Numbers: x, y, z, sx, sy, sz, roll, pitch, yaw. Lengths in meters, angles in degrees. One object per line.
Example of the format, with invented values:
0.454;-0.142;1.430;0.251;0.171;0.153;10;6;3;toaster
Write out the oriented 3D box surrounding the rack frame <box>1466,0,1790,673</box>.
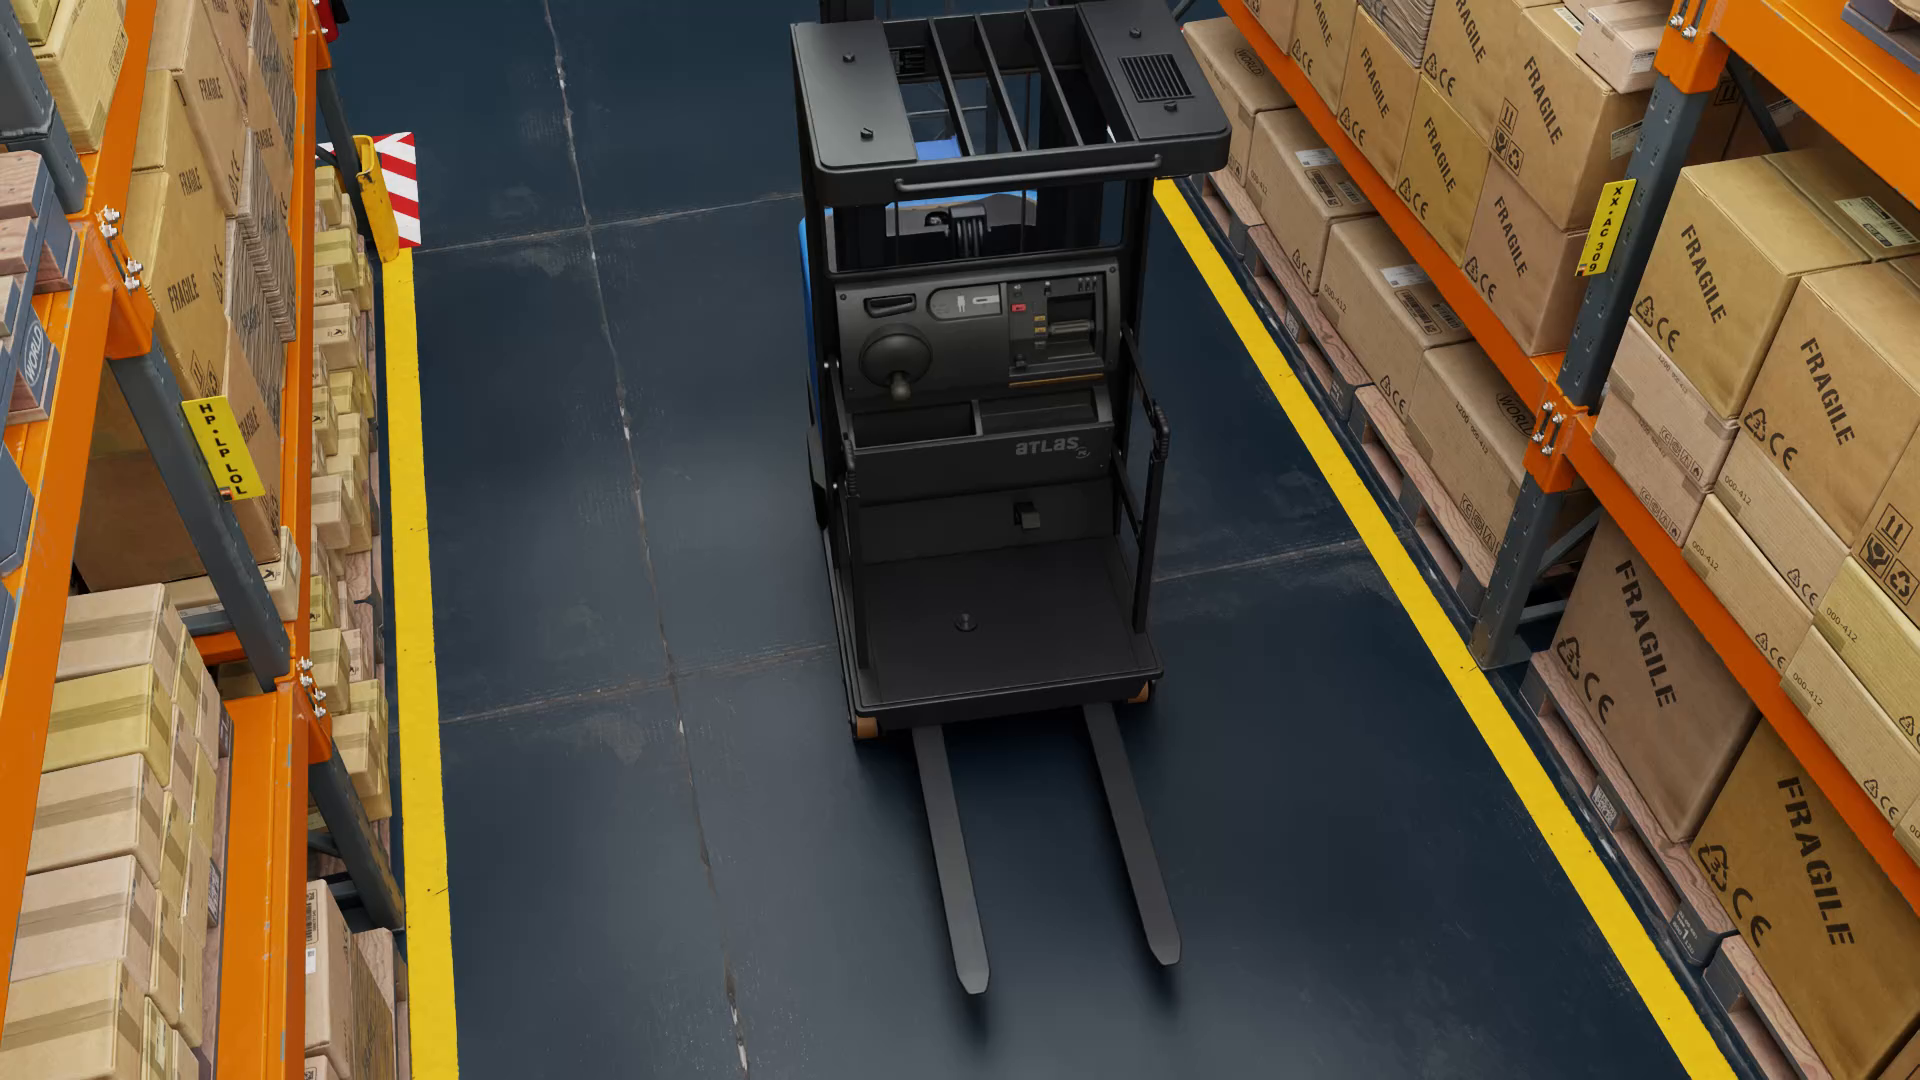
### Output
2.431;-0.685;5.321;1.000;3.000;0.127;-11;47;-10;rack frame

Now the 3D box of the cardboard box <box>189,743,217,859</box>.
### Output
-1.968;0.648;3.897;0.380;0.149;0.250;-10;47;-10;cardboard box

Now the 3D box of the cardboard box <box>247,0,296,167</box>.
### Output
-2.723;-1.643;5.982;0.500;0.500;0.500;-11;47;-10;cardboard box

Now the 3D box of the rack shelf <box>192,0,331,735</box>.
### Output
-2.840;-0.840;5.976;1.077;0.370;4.000;-11;47;-10;rack shelf

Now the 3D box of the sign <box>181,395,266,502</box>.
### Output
-1.793;-0.220;4.054;0.100;0.325;0.005;-11;47;-10;sign

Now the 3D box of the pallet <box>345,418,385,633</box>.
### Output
-2.850;-0.036;6.637;1.003;0.211;1.213;-11;47;-10;pallet

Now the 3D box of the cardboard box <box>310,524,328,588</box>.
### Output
-2.431;0.114;5.824;0.380;0.149;0.250;-12;47;-11;cardboard box

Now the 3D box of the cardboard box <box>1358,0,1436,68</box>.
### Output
1.782;-2.047;5.886;0.500;0.500;0.500;-10;46;-10;cardboard box

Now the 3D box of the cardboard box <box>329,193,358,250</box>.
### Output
-2.941;-1.413;7.529;0.380;0.149;0.250;-12;47;-11;cardboard box

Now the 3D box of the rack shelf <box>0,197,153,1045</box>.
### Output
-1.816;0.872;2.198;1.077;0.370;4.000;-11;47;-10;rack shelf

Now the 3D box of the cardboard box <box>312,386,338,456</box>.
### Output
-2.592;-0.427;6.354;0.380;0.149;0.250;-10;47;-10;cardboard box

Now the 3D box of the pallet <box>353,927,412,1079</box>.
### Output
-2.128;1.803;4.835;1.003;0.211;1.213;-11;47;-10;pallet

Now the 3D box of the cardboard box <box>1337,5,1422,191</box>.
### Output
1.785;-1.692;6.238;0.500;0.500;0.500;-11;47;-11;cardboard box

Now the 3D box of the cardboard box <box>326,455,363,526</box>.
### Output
-2.478;-0.159;6.300;0.380;0.149;0.250;-11;47;-11;cardboard box

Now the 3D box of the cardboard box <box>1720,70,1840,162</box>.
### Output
2.543;-1.443;5.294;0.500;0.500;0.500;-10;46;-10;cardboard box

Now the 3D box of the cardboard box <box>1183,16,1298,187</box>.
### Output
1.672;-2.260;8.364;0.875;0.438;0.875;-12;47;-12;cardboard box

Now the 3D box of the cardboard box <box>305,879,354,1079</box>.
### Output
-1.893;1.223;4.382;0.500;0.250;0.500;-12;47;-11;cardboard box

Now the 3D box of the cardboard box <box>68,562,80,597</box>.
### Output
-2.725;-0.132;4.501;0.500;0.500;0.500;-11;47;-10;cardboard box

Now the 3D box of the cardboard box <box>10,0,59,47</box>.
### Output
-2.220;-1.259;3.538;0.500;0.250;0.500;-9;46;-9;cardboard box

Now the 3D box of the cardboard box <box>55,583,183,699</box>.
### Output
-2.037;0.264;3.857;0.380;0.149;0.250;-9;46;-8;cardboard box

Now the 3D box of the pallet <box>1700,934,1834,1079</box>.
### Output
3.017;1.654;4.982;1.003;0.211;1.213;-11;47;-10;pallet

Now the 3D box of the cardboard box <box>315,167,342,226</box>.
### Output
-2.972;-1.510;7.415;0.380;0.149;0.250;-10;46;-10;cardboard box

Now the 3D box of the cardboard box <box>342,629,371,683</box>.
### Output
-2.293;0.484;5.877;0.380;0.149;0.250;-11;47;-11;cardboard box

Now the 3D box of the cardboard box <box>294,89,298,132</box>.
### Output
-2.802;-1.690;6.482;0.380;0.149;0.250;-10;46;-9;cardboard box

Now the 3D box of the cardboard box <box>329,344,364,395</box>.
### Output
-2.662;-0.700;6.829;0.380;0.149;0.250;-10;46;-10;cardboard box

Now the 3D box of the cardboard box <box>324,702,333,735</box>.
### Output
-2.216;0.656;5.292;0.380;0.149;0.250;-9;46;-9;cardboard box

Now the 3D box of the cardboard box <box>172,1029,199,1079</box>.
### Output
-1.766;1.184;3.371;0.380;0.149;0.250;-13;47;-12;cardboard box

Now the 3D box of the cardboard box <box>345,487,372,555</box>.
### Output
-2.482;-0.058;6.409;0.380;0.149;0.250;-12;47;-11;cardboard box

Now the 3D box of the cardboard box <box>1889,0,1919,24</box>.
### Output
2.376;-1.256;3.416;0.500;0.500;0.500;-11;47;-11;cardboard box

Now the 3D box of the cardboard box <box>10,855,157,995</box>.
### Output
-1.836;0.809;3.322;0.380;0.149;0.250;-11;47;-10;cardboard box

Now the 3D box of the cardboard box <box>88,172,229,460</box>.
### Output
-2.208;-0.556;4.216;0.500;0.500;0.500;-10;46;-9;cardboard box

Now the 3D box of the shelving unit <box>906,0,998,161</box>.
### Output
-0.187;-1.554;7.223;0.538;1.500;1.048;-7;46;-7;shelving unit

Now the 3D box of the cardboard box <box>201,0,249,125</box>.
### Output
-2.585;-1.619;5.258;0.500;0.500;0.500;-12;47;-12;cardboard box

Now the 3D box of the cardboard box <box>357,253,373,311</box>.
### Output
-2.852;-1.137;7.466;0.380;0.149;0.250;-9;46;-9;cardboard box

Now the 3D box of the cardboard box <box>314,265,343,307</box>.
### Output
-2.769;-0.980;6.896;0.380;0.149;0.250;-12;47;-12;cardboard box

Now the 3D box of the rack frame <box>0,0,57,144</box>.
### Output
-2.328;-1.810;2.223;1.000;3.000;0.127;-11;47;-10;rack frame

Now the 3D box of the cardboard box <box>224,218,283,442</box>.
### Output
-2.345;-0.578;4.938;0.500;0.500;0.500;-11;47;-10;cardboard box

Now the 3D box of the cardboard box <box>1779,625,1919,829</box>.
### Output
2.538;0.433;4.331;0.500;0.250;0.500;-11;47;-11;cardboard box

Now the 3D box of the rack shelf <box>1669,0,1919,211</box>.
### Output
2.943;-0.103;3.154;1.077;0.370;4.000;-11;47;-10;rack shelf

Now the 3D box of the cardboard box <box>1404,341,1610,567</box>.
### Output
2.374;-0.389;6.531;0.875;0.438;0.875;-11;47;-11;cardboard box

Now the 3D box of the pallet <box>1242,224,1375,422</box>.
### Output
1.996;-1.093;7.673;1.003;0.211;1.213;-11;47;-10;pallet

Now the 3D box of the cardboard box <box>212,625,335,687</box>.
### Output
-2.361;0.408;5.744;0.380;0.149;0.250;-11;47;-11;cardboard box

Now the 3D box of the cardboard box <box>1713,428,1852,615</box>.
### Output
2.431;-0.098;4.500;0.500;0.250;0.500;-10;46;-10;cardboard box

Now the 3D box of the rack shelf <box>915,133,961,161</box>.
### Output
-0.187;-1.428;7.352;0.538;0.185;1.000;-7;46;-7;rack shelf

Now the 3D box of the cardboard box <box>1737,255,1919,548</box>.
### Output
2.423;-0.368;4.240;0.500;0.500;0.500;-11;47;-11;cardboard box

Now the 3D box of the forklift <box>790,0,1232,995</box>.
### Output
0.103;-0.587;5.273;1.130;2.935;3.031;-7;46;-7;forklift

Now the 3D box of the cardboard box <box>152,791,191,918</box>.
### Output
-1.906;0.718;3.619;0.380;0.149;0.250;-9;46;-9;cardboard box

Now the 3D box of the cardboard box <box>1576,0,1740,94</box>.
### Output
2.044;-1.452;4.848;0.380;0.149;0.250;-12;47;-11;cardboard box
